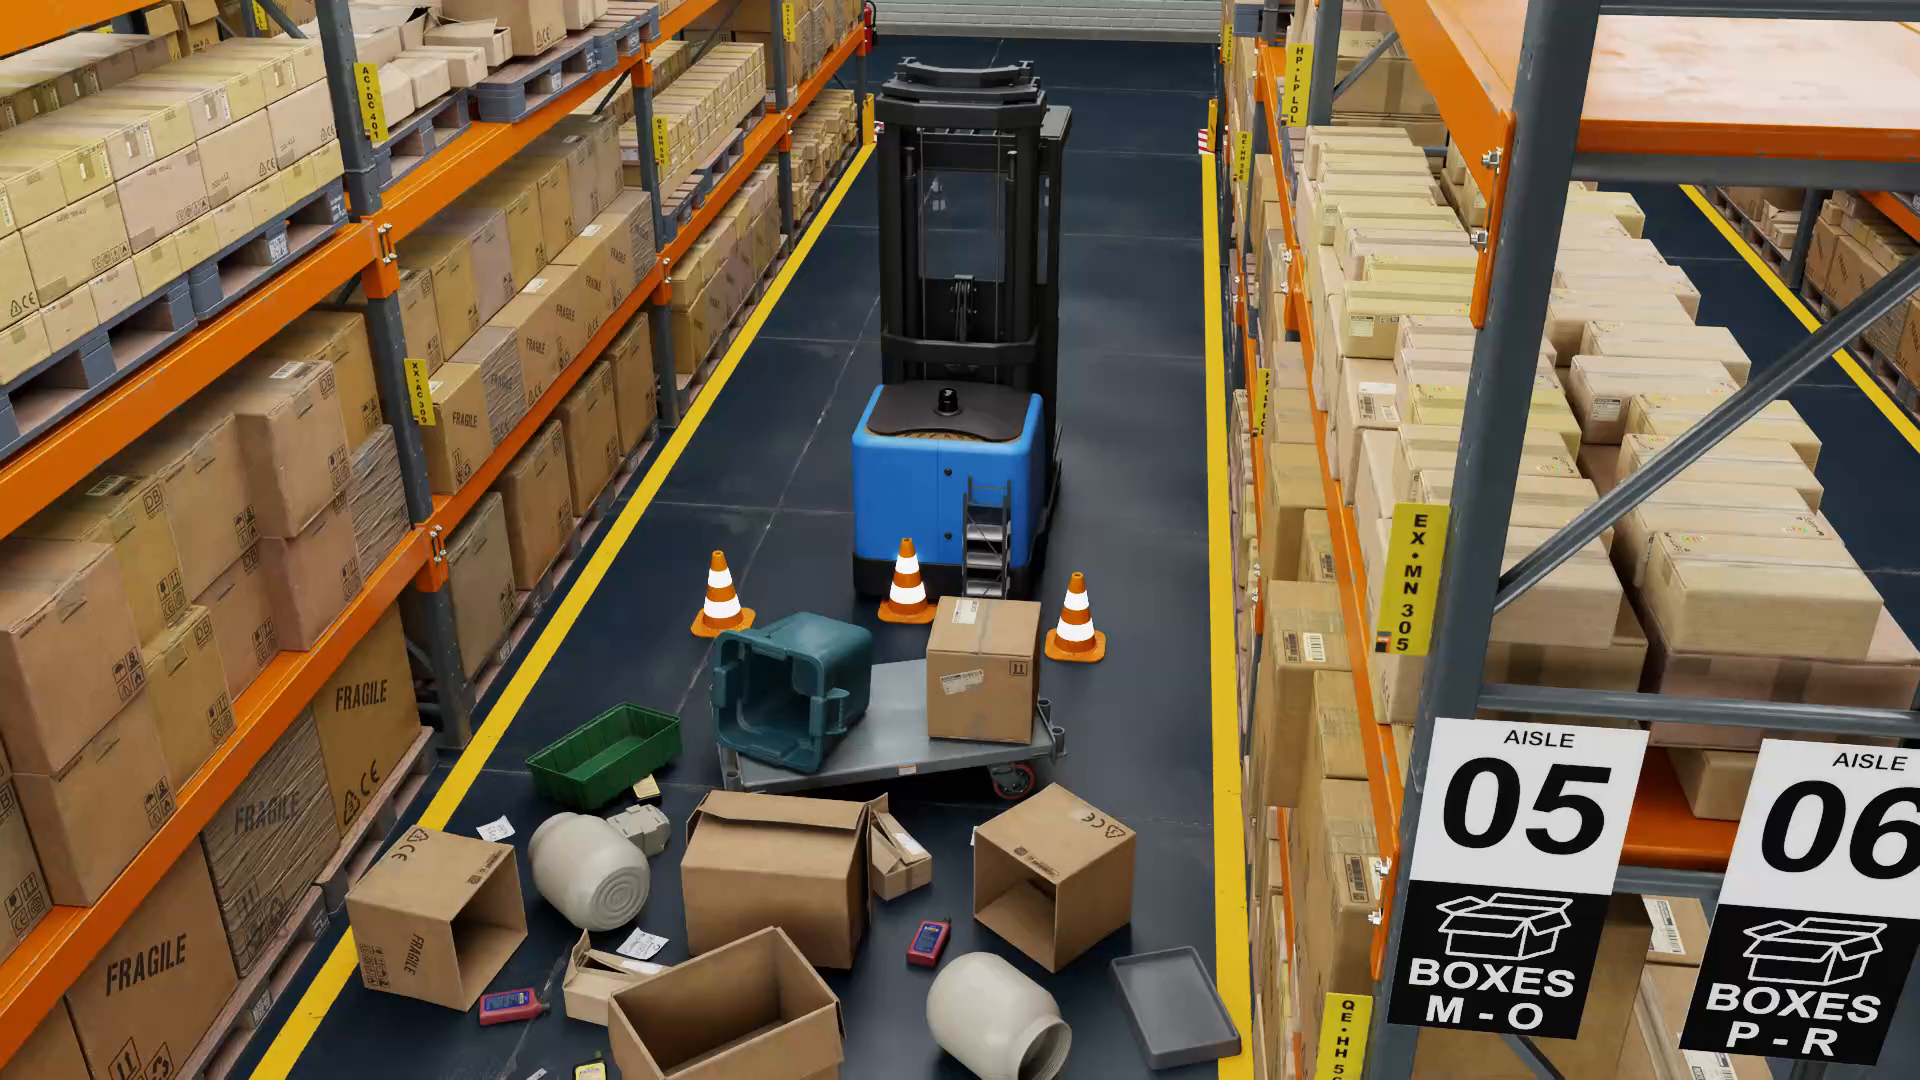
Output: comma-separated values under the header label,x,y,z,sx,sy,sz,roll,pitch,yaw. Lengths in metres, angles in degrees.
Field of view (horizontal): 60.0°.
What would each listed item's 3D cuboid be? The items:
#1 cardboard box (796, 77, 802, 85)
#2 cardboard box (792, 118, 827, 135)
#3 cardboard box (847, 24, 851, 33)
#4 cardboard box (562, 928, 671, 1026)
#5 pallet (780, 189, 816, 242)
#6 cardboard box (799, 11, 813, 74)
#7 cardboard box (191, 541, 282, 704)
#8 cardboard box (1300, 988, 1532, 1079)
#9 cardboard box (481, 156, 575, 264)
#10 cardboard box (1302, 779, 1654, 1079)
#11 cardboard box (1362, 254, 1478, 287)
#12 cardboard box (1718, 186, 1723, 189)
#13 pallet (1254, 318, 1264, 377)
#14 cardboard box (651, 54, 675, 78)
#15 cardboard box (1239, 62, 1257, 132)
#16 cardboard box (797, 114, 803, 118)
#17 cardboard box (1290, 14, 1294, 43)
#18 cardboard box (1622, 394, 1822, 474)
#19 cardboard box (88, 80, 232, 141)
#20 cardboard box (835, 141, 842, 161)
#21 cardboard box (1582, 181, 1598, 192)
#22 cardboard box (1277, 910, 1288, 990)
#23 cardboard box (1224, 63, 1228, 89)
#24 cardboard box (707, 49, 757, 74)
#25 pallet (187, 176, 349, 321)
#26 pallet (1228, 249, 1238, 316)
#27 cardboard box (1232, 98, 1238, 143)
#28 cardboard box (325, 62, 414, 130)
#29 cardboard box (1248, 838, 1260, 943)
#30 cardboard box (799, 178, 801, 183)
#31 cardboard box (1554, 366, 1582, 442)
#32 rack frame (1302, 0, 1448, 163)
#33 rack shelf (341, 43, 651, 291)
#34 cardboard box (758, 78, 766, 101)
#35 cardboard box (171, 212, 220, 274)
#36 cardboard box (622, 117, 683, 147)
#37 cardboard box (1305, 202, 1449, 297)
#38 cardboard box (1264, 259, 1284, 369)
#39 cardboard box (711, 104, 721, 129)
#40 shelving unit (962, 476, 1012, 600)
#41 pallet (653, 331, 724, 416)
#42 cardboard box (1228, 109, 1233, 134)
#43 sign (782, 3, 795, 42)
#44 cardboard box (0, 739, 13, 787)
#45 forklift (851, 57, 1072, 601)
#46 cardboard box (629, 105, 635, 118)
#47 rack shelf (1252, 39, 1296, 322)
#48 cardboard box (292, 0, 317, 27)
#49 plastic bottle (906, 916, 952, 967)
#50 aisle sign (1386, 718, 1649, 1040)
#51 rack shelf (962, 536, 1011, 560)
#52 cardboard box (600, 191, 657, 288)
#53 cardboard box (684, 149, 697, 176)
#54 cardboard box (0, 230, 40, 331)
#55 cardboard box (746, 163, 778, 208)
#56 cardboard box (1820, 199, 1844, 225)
label,x,y,z,sx,sy,sz,roll,pitch,yaw
cardboard box,-1.717,-4.446,15.896,0.380,0.149,0.250,2,28,4
cardboard box,-1.585,-4.261,17.224,0.380,0.149,0.250,2,28,4
cardboard box,-1.391,-5.547,17.941,0.380,0.149,0.250,3,28,6
cardboard box,-1.417,1.826,6.873,0.396,0.266,0.258,8,29,15
pallet,-2.007,-3.150,16.167,1.003,0.211,1.213,3,28,6
cardboard box,-1.690,-4.687,15.660,0.500,0.500,0.500,3,28,6
cardboard box,-3.296,0.322,6.624,0.875,0.550,0.550,3,28,6
cardboard box,1.194,1.382,4.394,0.500,0.500,0.500,3,28,5
cardboard box,-2.730,-1.971,9.878,0.700,0.500,0.500,3,28,5
cardboard box,1.247,0.961,4.123,0.700,0.500,0.500,3,28,5
cardboard box,1.420,-0.749,5.032,0.380,0.149,0.250,4,29,7
cardboard box,7.976,-3.818,16.659,0.700,0.500,0.500,4,29,8
pallet,2.179,-0.918,9.286,1.003,0.211,1.213,3,28,6
cardboard box,-2.621,-3.985,13.972,0.380,0.149,0.250,4,29,7
cardboard box,2.307,-3.155,12.076,0.500,0.500,0.500,3,28,6
cardboard box,-1.915,-4.526,18.030,0.380,0.149,0.250,4,29,7
cardboard box,2.142,-2.940,9.815,0.396,0.266,0.258,3,28,6
cardboard box,1.858,-0.235,4.077,0.380,0.149,0.250,3,28,6
cardboard box,-2.856,-1.539,5.949,0.380,0.149,0.250,4,29,7
cardboard box,-1.457,-4.126,17.600,0.380,0.149,0.250,2,28,4
cardboard box,2.113,-1.326,6.103,0.380,0.149,0.250,3,28,5
cardboard box,1.286,1.428,5.711,0.380,0.149,0.250,5,29,8
cardboard box,2.779,-4.577,15.770,0.500,0.500,0.500,3,28,5
cardboard box,-1.942,-4.069,14.127,0.380,0.149,0.250,3,28,5
pallet,-3.145,-1.191,6.521,1.003,0.211,1.213,3,28,6
pallet,2.851,-2.225,14.449,1.003,0.211,1.213,3,28,6
cardboard box,2.413,-3.300,13.136,0.500,0.250,0.500,4,29,7
cardboard box,-2.713,-2.054,7.623,0.258,0.266,0.396,3,28,5
cardboard box,1.496,1.486,7.078,0.500,0.250,0.500,5,29,9
cardboard box,-1.756,-3.514,16.151,0.380,0.149,0.250,3,28,6
cardboard box,1.837,-0.259,4.542,0.500,0.250,0.500,4,29,8
rack frame,1.891,-2.695,6.057,1.000,3.000,0.127,3,28,6
rack shelf,-2.789,-2.239,9.132,1.077,0.370,4.000,3,28,6
cardboard box,-1.906,-3.936,14.507,0.380,0.149,0.250,3,28,5
cardboard box,-2.886,-1.065,5.910,0.380,0.149,0.250,4,29,7
cardboard box,-2.231,-2.961,12.071,0.380,0.149,0.250,3,28,6
cardboard box,1.511,-1.005,5.927,0.500,0.250,0.500,3,28,6
cardboard box,1.848,-1.121,8.598,0.500,0.500,0.500,4,29,8
cardboard box,-2.100,-3.332,13.072,0.380,0.149,0.250,4,29,8
shelving unit,0.150,0.097,9.414,0.258,0.900,0.210,4,29,7
pallet,-2.447,-1.317,12.764,1.003,0.211,1.213,3,28,6
cardboard box,2.555,-3.562,14.149,0.500,0.250,0.500,3,28,5
sign,-1.503,-4.539,14.584,0.100,0.325,0.005,3,28,6
cardboard box,-3.465,0.611,4.949,0.875,0.550,0.550,3,28,6
forklift,0.090,-1.586,10.396,1.130,2.935,3.031,4,29,7
cardboard box,-2.748,-3.370,13.143,0.380,0.149,0.250,3,28,5
rack shelf,2.136,-1.999,8.686,1.077,0.370,4.000,3,28,6
cardboard box,-6.584,-5.233,16.146,0.500,0.500,0.500,3,28,6
plastic bottle,-0.129,1.738,7.251,0.133,0.061,0.283,8,29,15
aisle sign,1.105,0.697,3.345,0.394,0.787,0.004,3,28,6
rack shelf,0.150,0.047,9.387,0.258,0.077,0.200,4,29,7
cardboard box,-2.333,-1.993,10.974,0.500,0.500,0.500,3,28,6
cardboard box,-2.192,-2.831,12.456,0.380,0.149,0.250,5,29,9
cardboard box,-3.088,-0.714,4.839,0.500,0.250,0.500,3,28,6
cardboard box,-1.894,-3.109,14.553,0.500,0.250,0.500,3,28,5
cardboard box,7.490,-2.750,13.992,0.380,0.149,0.250,5,29,9
